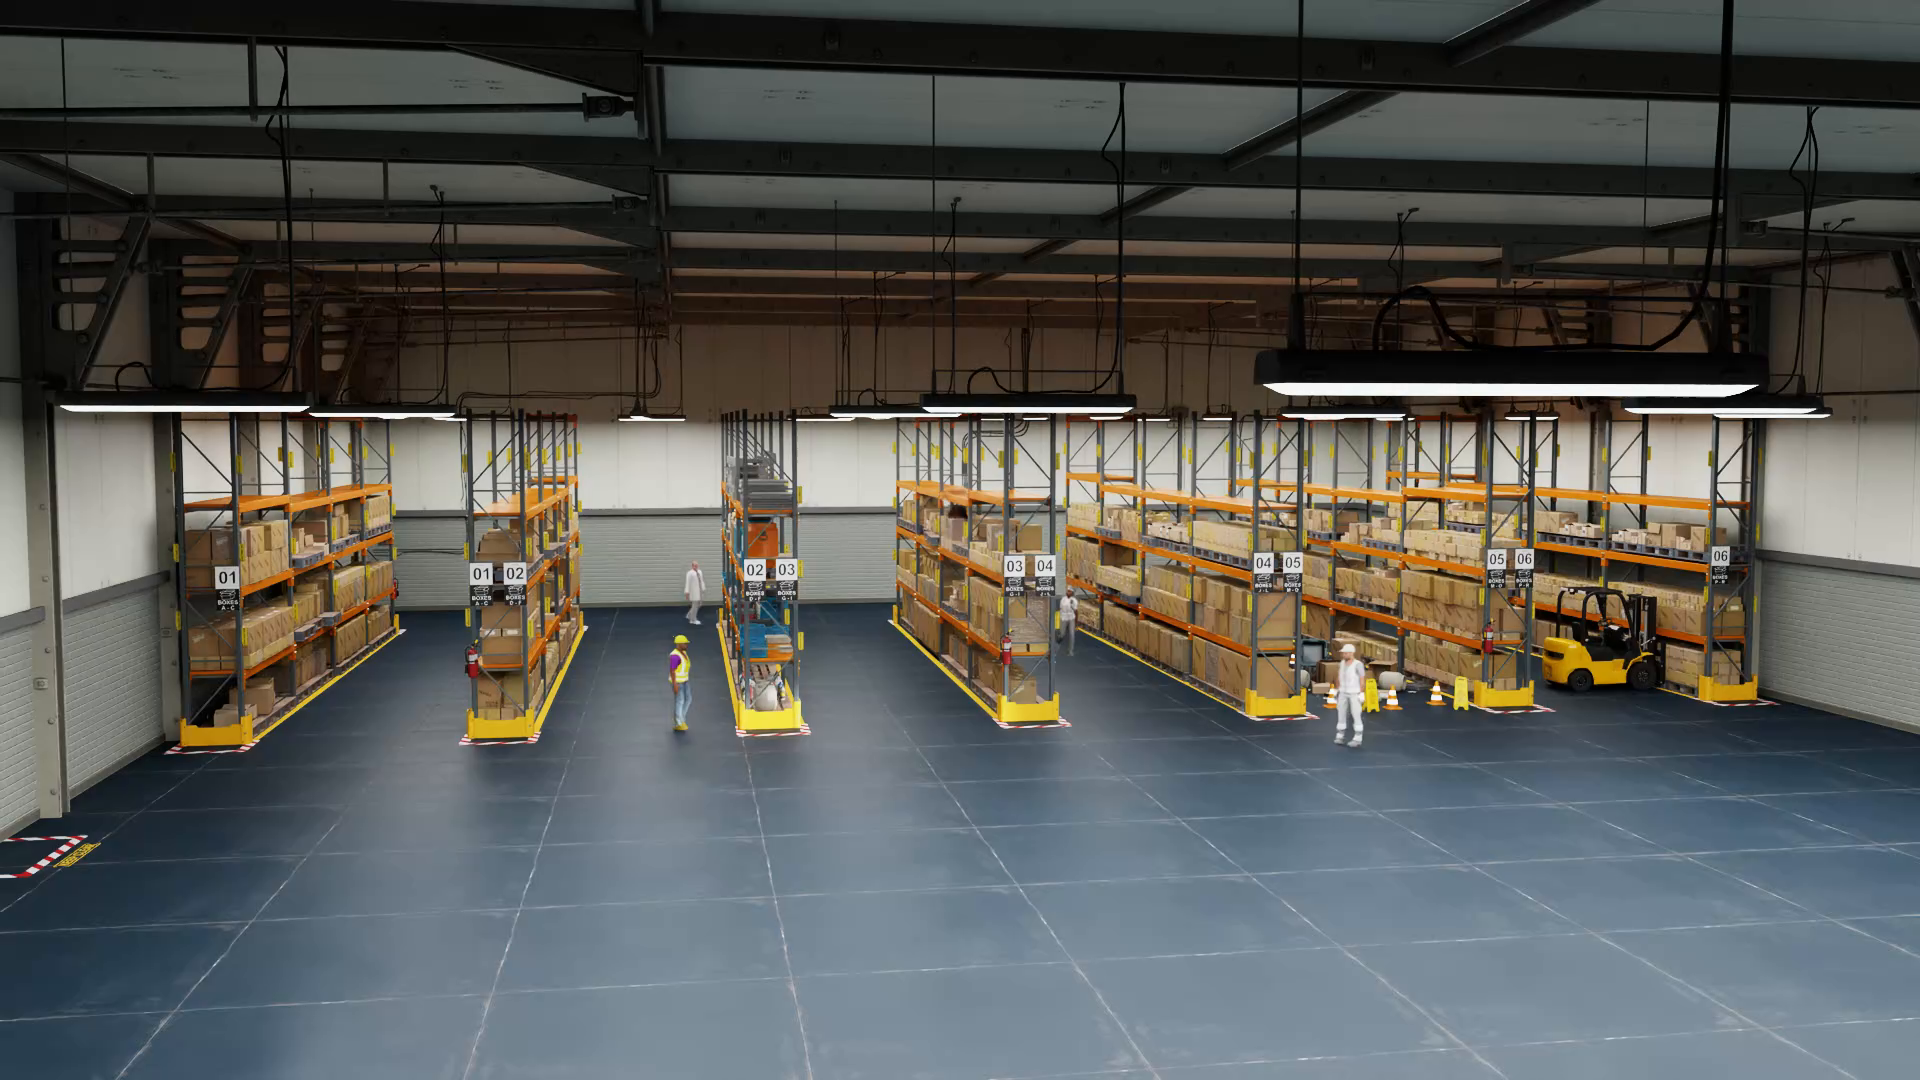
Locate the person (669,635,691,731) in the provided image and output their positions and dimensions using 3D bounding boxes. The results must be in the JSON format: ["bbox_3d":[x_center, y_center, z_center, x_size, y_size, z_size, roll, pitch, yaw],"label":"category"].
[{"bbox_3d":[-5.251,2.699,31.216,0.403,1.829,0.651,1,4,12],"label":"person"}]

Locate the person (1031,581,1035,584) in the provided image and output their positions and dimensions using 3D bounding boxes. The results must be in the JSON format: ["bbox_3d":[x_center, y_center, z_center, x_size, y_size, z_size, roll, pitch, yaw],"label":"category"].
[{"bbox_3d":[2.195,1.612,46.119,0.548,1.729,1.060,-1,4,-12],"label":"person"}]

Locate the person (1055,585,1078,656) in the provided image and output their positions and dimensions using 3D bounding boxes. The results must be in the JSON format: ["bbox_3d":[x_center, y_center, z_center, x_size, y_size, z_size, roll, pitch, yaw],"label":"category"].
[{"bbox_3d":[2.542,1.900,39.571,0.494,1.661,0.665,-1,4,-13],"label":"person"}]

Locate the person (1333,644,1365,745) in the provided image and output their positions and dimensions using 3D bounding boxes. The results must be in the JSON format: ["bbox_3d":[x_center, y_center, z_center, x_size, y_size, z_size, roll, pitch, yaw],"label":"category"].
[{"bbox_3d":[6.909,2.750,29.651,0.613,1.792,0.430,4,6,45],"label":"person"}]

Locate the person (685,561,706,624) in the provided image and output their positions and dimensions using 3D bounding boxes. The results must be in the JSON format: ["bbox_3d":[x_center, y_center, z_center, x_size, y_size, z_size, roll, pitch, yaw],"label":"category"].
[{"bbox_3d":[-7.609,1.509,47.737,0.560,1.794,0.595,0,4,6],"label":"person"}]
